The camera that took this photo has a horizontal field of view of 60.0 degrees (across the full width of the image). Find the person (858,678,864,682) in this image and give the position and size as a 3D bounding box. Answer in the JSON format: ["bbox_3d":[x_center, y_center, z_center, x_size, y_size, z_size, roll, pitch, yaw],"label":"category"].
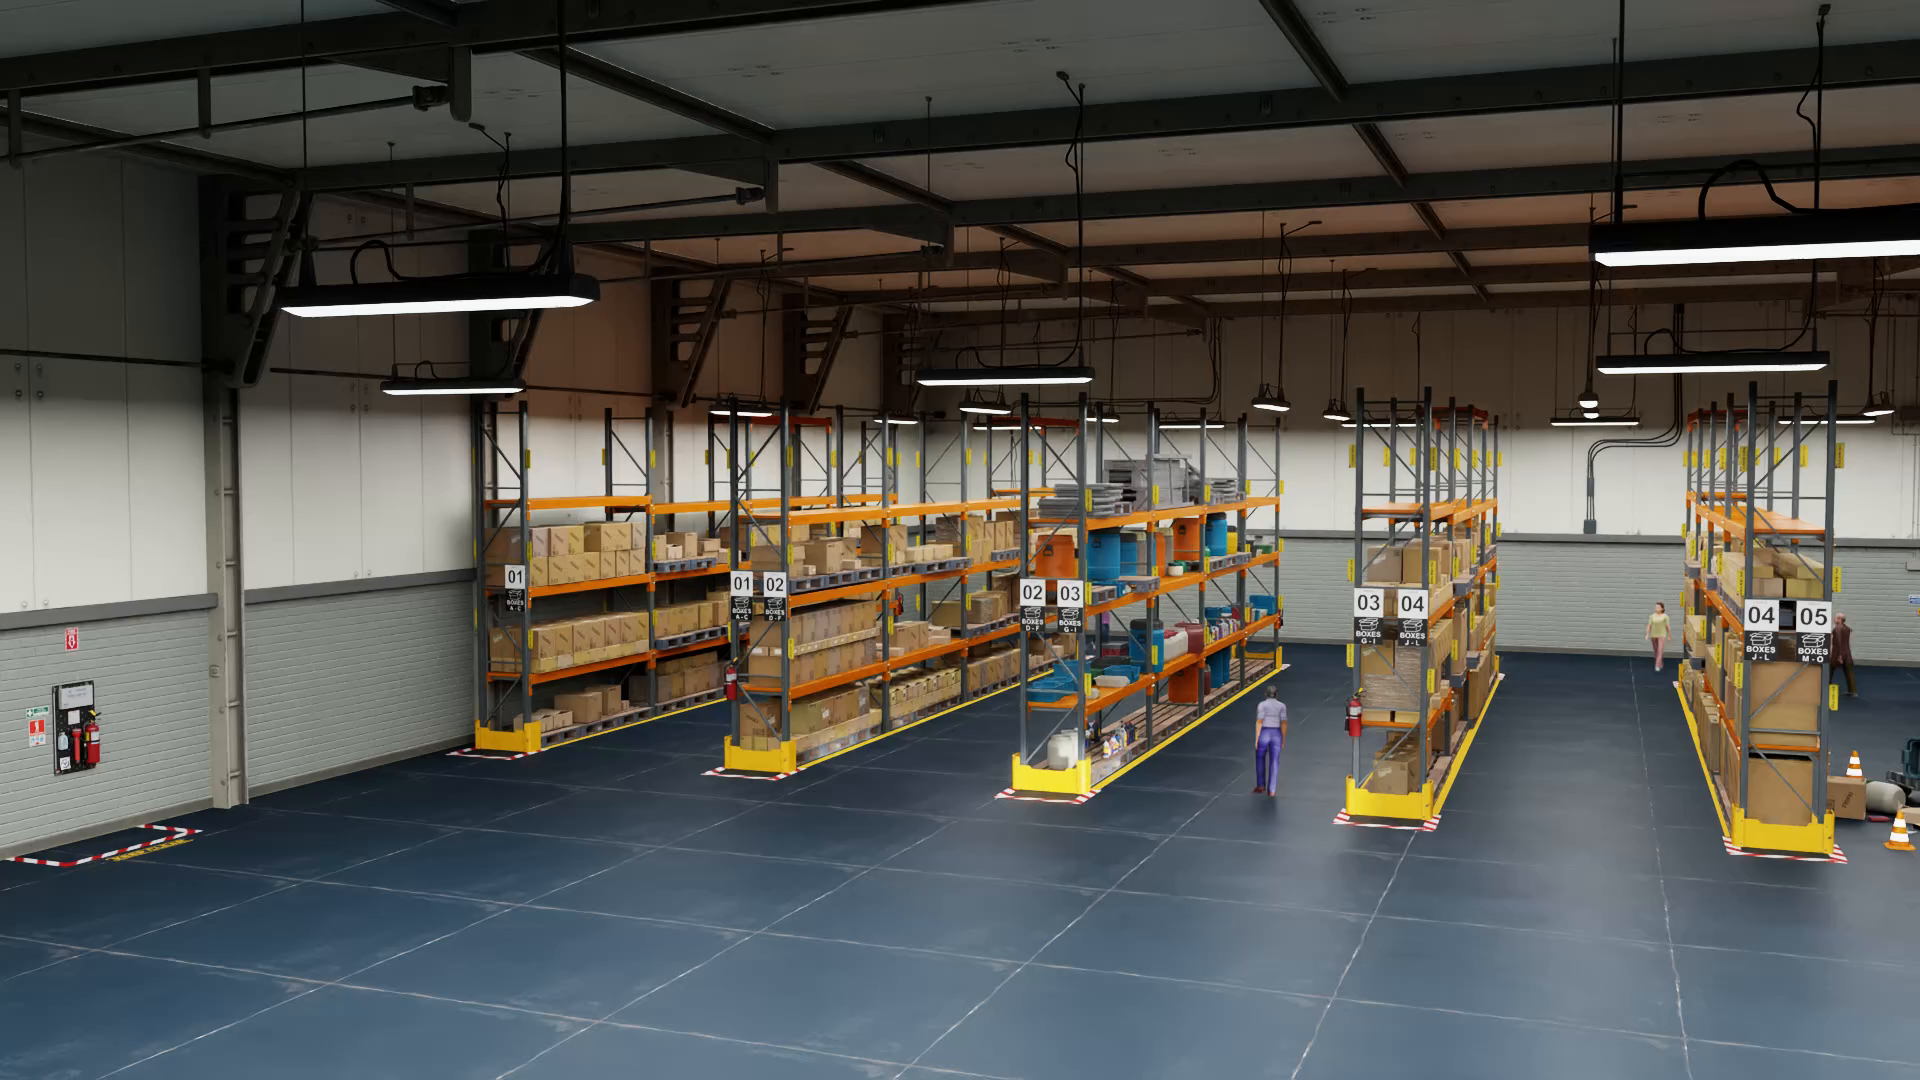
[{"bbox_3d":[-2.256,2.385,35.988,0.632,1.755,0.571,0,3,8],"label":"person"}]

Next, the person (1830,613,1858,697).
[{"bbox_3d":[18.509,2.404,35.030,0.539,1.727,1.018,-1,3,-15],"label":"person"}]

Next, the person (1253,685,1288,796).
[{"bbox_3d":[4.631,3.006,24.787,0.496,1.656,0.701,0,3,9],"label":"person"}]

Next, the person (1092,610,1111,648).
[{"bbox_3d":[3.625,2.135,42.541,0.759,1.569,0.423,2,4,40],"label":"person"}]

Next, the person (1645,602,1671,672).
[{"bbox_3d":[16.423,2.272,39.156,0.517,1.608,1.045,2,4,39],"label":"person"}]
